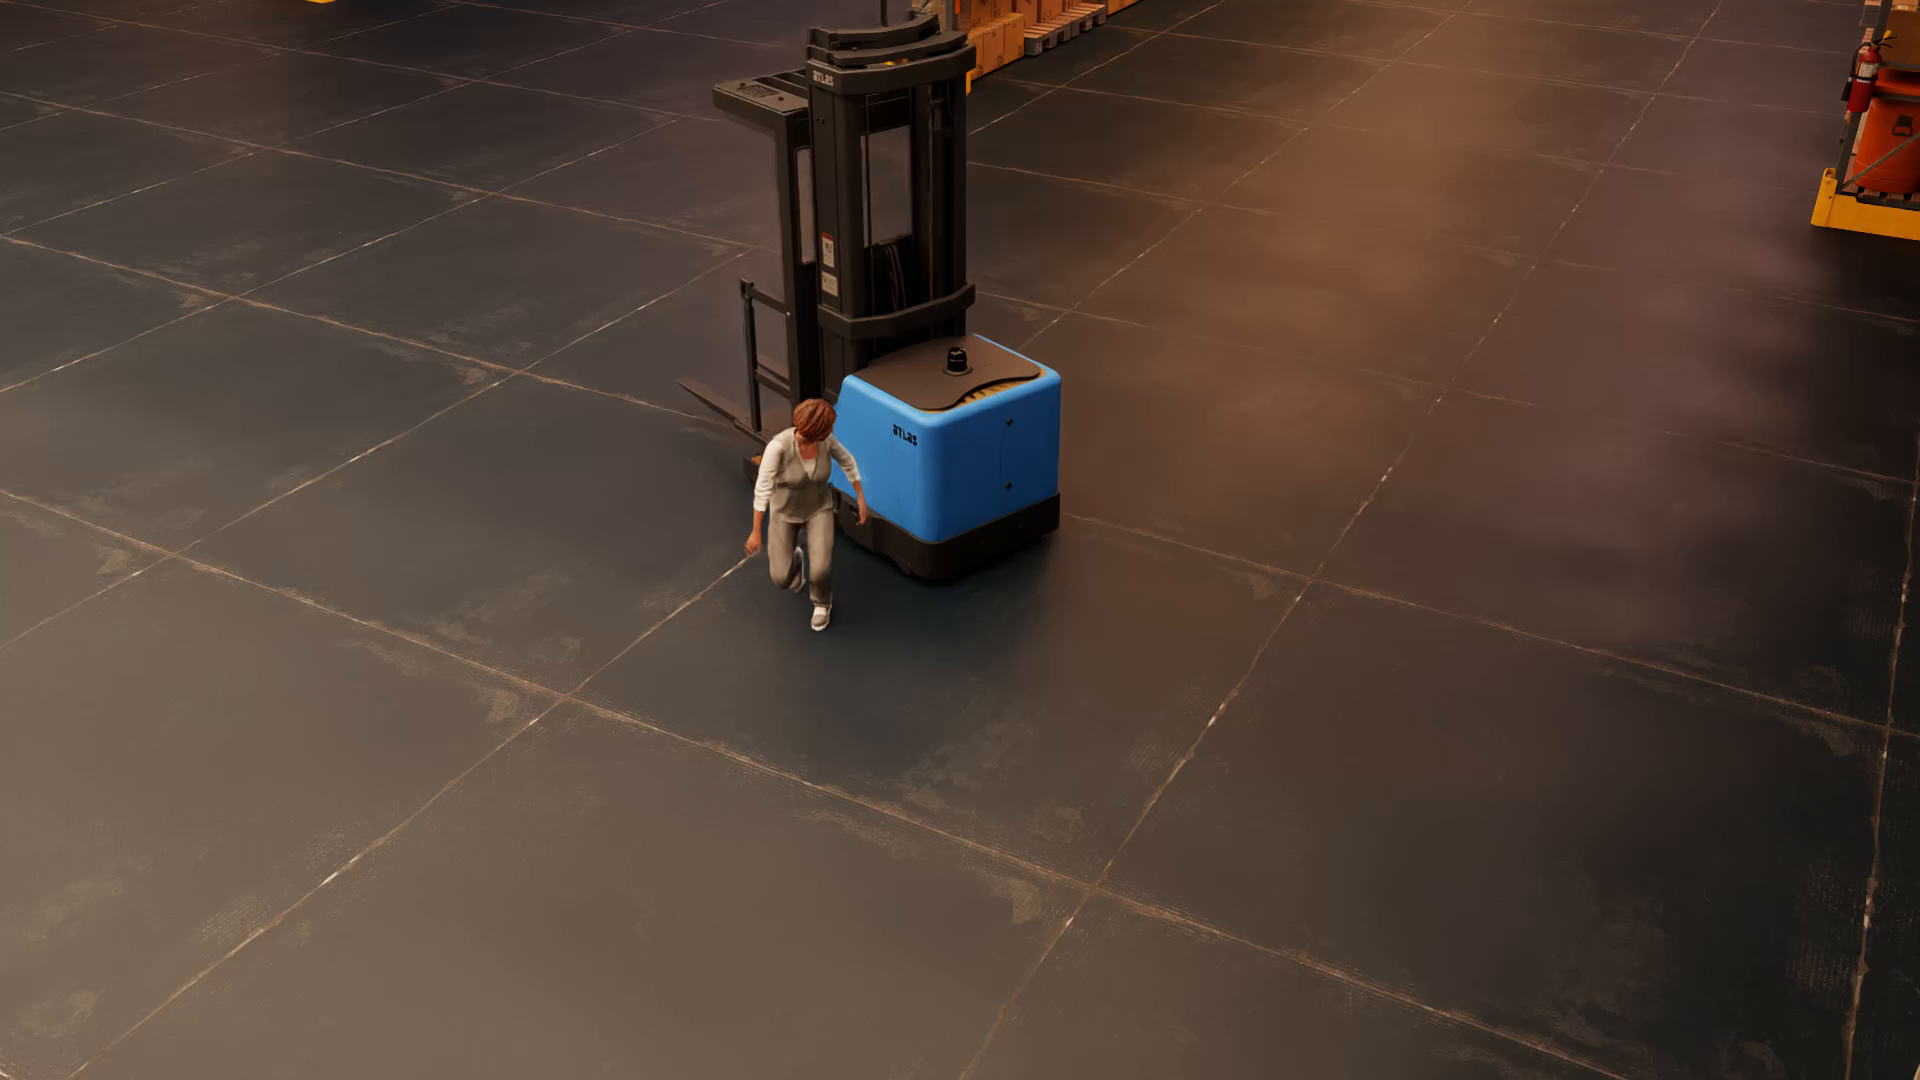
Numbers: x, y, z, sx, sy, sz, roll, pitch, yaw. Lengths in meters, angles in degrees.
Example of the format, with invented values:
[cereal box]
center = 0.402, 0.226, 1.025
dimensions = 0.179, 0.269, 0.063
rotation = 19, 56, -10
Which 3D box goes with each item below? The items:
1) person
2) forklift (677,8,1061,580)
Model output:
[person]
center = -0.849, -0.181, 8.956
dimensions = 0.692, 1.394, 0.583
rotation = -7, 31, -13
[forklift]
center = -0.730, -1.708, 10.030
dimensions = 1.130, 2.935, 3.031
rotation = -23, 37, -34
